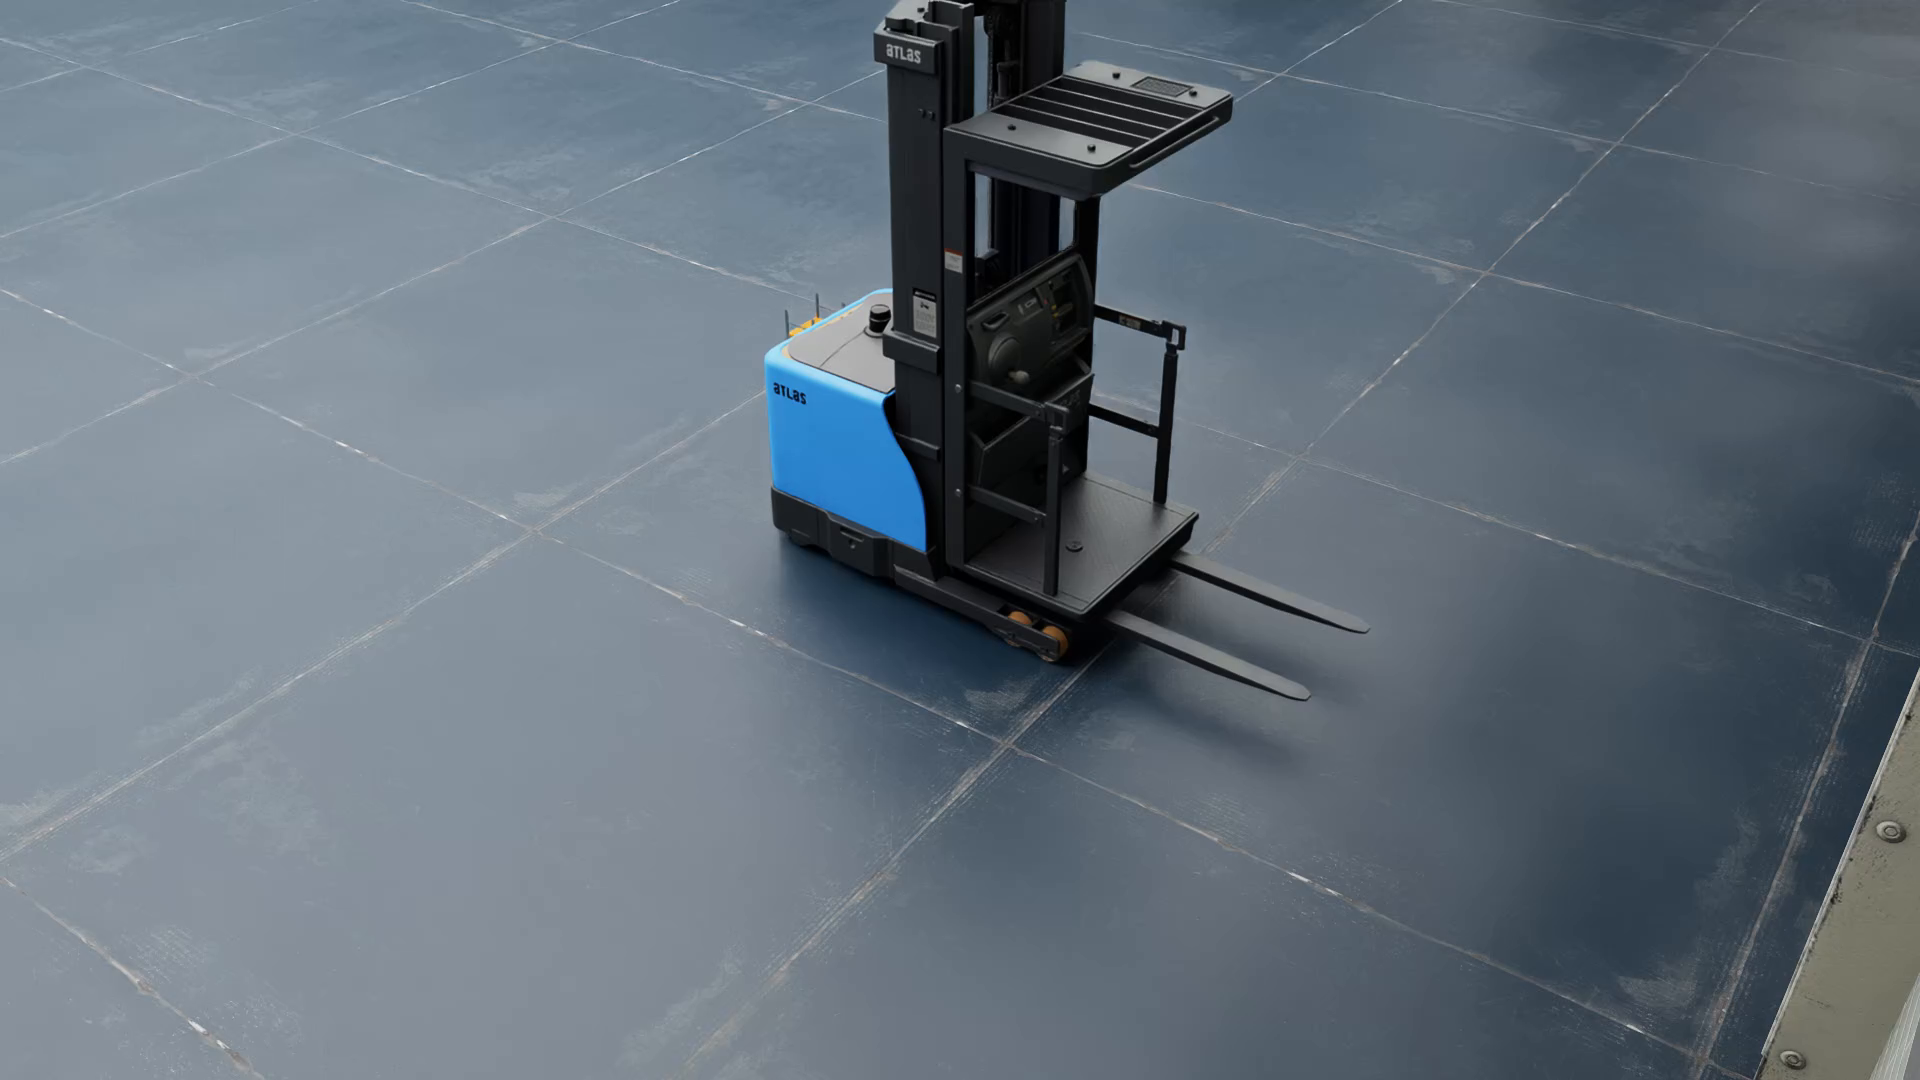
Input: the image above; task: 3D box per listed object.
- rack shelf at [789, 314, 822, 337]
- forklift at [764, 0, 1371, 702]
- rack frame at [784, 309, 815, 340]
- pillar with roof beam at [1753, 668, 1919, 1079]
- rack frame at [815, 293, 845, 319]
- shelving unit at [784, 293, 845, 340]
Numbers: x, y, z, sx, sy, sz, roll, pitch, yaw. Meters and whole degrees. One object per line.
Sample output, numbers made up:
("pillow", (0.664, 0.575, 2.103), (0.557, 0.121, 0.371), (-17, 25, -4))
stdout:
("rack shelf", (-0.758, -1.013, 8.823), (0.215, 0.259, 0.240), (22, 40, 29))
("forklift", (0.501, -0.976, 7.577), (3.031, 2.935, 1.130), (22, 40, 29))
("rack frame", (-0.831, -0.732, 8.895), (0.200, 1.050, 0.008), (22, 40, 29))
("pillar with roof beam", (-0.599, -3.131, 5.346), (9.100, 9.000, 0.400), (21, 39, 28))
("rack frame", (-0.686, -0.842, 9.058), (0.200, 1.050, 0.008), (22, 40, 29))
("shelving unit", (-0.758, -0.787, 8.976), (0.215, 1.050, 0.252), (22, 40, 29))
